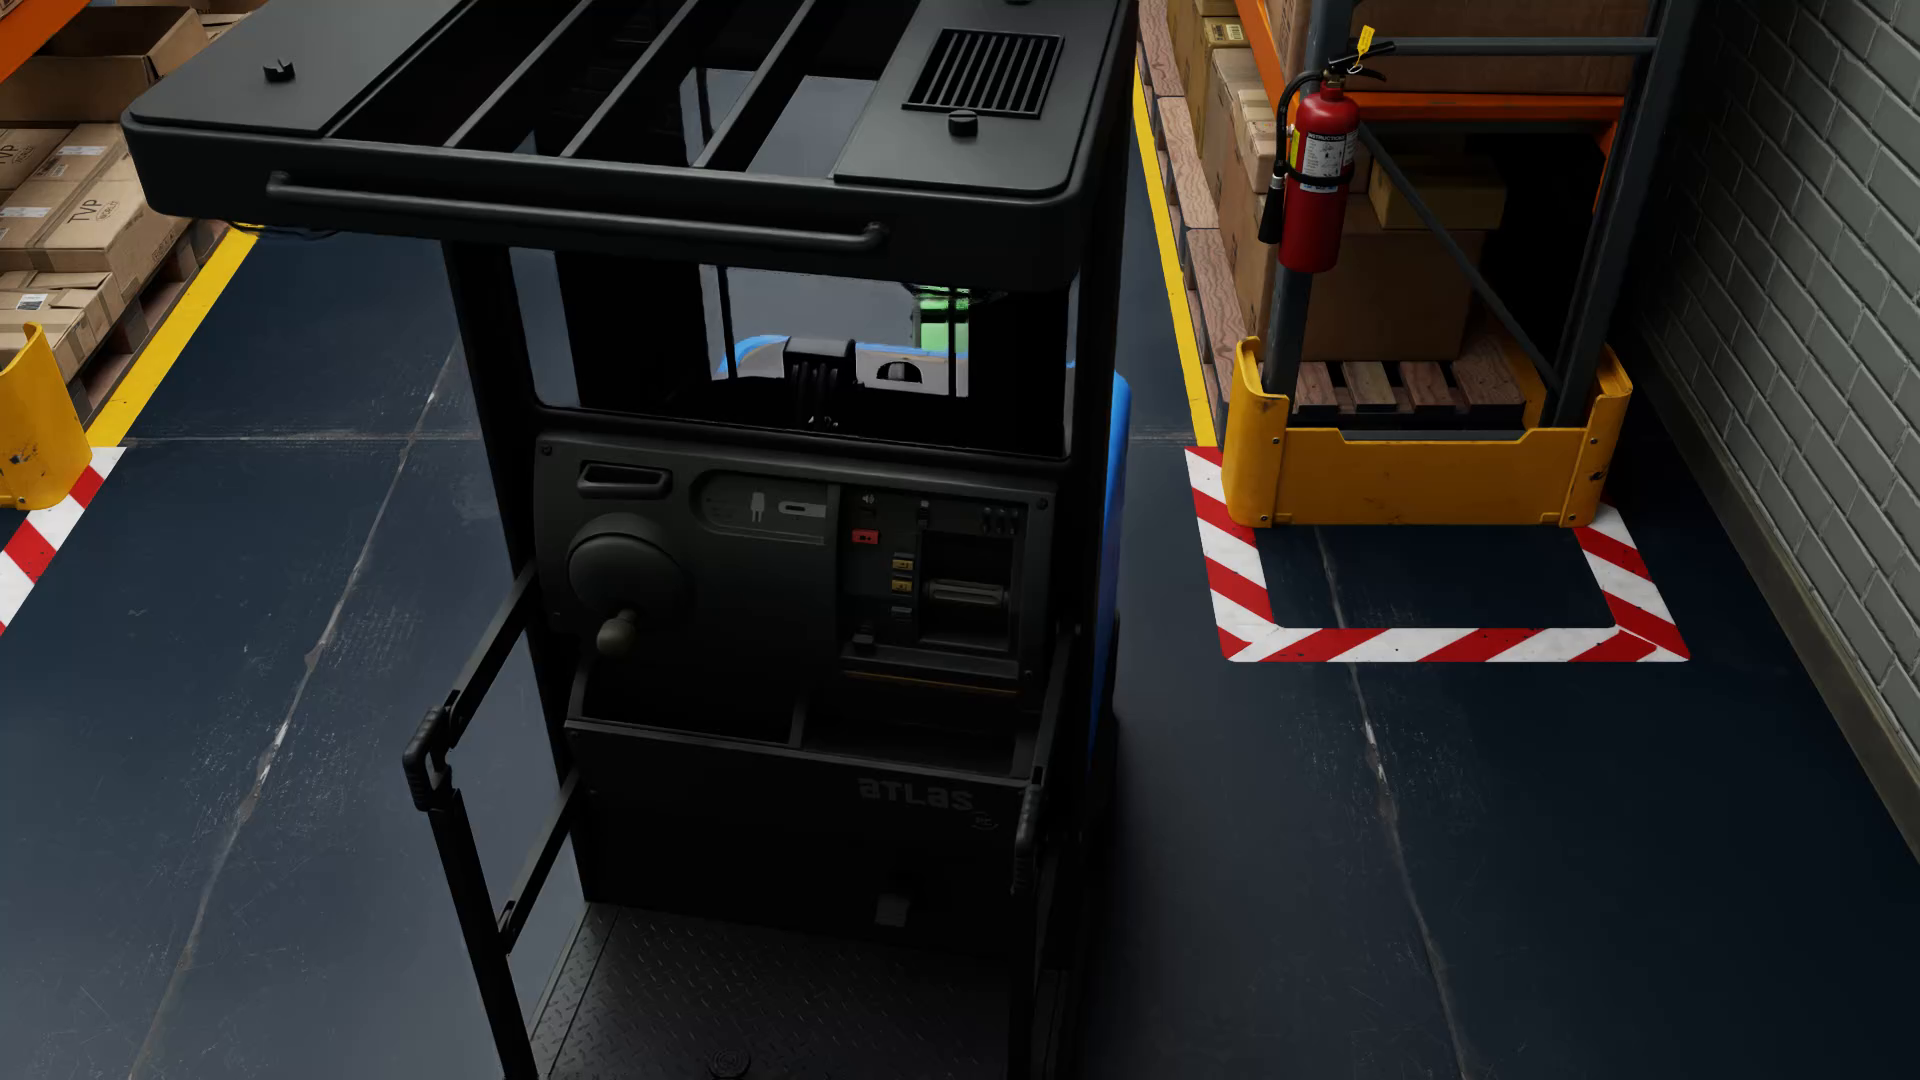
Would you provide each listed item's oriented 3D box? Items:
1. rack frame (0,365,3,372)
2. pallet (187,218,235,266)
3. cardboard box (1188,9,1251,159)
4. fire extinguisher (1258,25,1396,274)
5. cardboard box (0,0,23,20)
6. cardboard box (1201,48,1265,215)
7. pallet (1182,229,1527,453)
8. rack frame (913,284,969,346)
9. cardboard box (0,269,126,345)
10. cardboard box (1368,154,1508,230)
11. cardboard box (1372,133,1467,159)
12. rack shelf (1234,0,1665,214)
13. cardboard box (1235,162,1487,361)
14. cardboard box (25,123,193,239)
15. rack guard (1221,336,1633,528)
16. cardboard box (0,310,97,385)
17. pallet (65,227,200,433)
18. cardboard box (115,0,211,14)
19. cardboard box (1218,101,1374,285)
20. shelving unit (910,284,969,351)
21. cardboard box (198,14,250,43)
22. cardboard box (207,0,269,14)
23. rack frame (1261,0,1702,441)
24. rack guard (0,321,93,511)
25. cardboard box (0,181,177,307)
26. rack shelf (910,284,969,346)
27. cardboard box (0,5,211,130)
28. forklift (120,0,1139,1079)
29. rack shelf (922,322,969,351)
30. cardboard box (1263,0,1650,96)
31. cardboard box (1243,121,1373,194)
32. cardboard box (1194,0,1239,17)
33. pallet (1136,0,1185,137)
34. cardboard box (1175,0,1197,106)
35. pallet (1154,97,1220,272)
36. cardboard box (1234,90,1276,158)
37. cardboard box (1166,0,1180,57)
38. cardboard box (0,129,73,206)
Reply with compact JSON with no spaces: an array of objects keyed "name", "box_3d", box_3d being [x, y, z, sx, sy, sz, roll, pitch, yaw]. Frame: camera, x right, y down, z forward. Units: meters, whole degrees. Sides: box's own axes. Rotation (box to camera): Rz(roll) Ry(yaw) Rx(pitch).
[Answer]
[{"name":"rack frame","box_3d":[-3.503,-1.326,4.506,1.000,3.000,0.127,0,39,0]},{"name":"pallet","box_3d":[-3.503,-1.545,7.010,1.003,0.211,1.213,0,39,0]},{"name":"cardboard box","box_3d":[1.340,-1.919,6.909,0.700,0.500,0.500,1,39,1]},{"name":"fire extinguisher","box_3d":[0.990,-1.062,4.536,0.296,0.674,0.183,0,39,0]},{"name":"cardboard box","box_3d":[-3.245,-1.966,5.224,0.500,0.500,0.500,0,39,0]},{"name":"cardboard box","box_3d":[1.348,-1.586,6.493,0.700,0.500,0.500,-1,39,-2]},{"name":"pallet","box_3d":[1.372,-0.744,6.010,1.003,0.211,1.213,0,39,0]},{"name":"rack frame","box_3d":[0.000,-0.212,4.555,0.240,1.200,0.015,0,39,0]},{"name":"cardboard box","box_3d":[-3.160,-0.811,5.777,0.380,0.166,0.250,0,39,0]},{"name":"cardboard box","box_3d":[1.550,-1.133,5.410,0.380,0.149,0.250,0,39,0]},{"name":"cardboard box","box_3d":[1.549,-1.450,5.805,0.380,0.149,0.250,0,39,0]},{"name":"rack shelf","box_3d":[1.449,-2.302,6.299,1.077,0.370,4.000,0,39,0]},{"name":"cardboard box","box_3d":[1.350,-0.958,5.710,0.700,0.500,0.500,0,39,0]},{"name":"cardboard box","box_3d":[-3.221,-1.391,6.434,0.500,0.250,0.500,0,39,0]},{"name":"rack guard","box_3d":[1.451,-0.342,5.277,1.175,0.500,0.348,0,39,0]},{"name":"cardboard box","box_3d":[-3.159,-0.648,5.587,0.380,0.149,0.250,0,39,0]},{"name":"pallet","box_3d":[-3.505,-0.784,6.060,1.003,0.211,1.213,0,39,0]},{"name":"cardboard box","box_3d":[-3.723,-2.688,8.003,0.500,0.311,0.500,0,39,0]},{"name":"cardboard box","box_3d":[1.350,-1.271,6.101,0.700,0.500,0.500,0,39,0]},{"name":"shelving unit","box_3d":[0.000,-0.365,4.746,0.258,1.200,0.503,0,39,0]},{"name":"cardboard box","box_3d":[-3.222,-2.125,7.301,0.500,0.311,0.500,0,39,0]},{"name":"cardboard box","box_3d":[-3.223,-2.668,7.828,0.500,0.500,0.500,0,39,0]},{"name":"rack frame","box_3d":[1.451,-1.332,4.514,1.000,3.000,0.127,0,39,0]},{"name":"rack guard","box_3d":[-3.503,-0.398,5.347,1.175,0.500,0.348,0,39,0]},{"name":"cardboard box","box_3d":[-3.220,-1.078,6.043,0.500,0.250,0.500,0,39,0]},{"name":"rack shelf","box_3d":[0.000,-0.689,4.485,0.258,0.148,0.480,0,39,0]},{"name":"cardboard box","box_3d":[-3.500,-1.850,6.805,0.797,0.503,0.637,0,39,0]},{"name":"forklift","box_3d":[-0.335,0.118,2.759,1.130,2.935,3.031,6,39,8]},{"name":"rack shelf","box_3d":[0.000,-0.502,4.636,0.258,0.148,0.480,0,39,0]},{"name":"cardboard box","box_3d":[1.440,-1.768,4.818,0.980,0.700,0.700,2,39,2]},{"name":"cardboard box","box_3d":[1.168,-1.292,5.607,0.380,0.149,0.250,0,39,-1]},{"name":"cardboard box","box_3d":[1.163,-2.267,6.824,0.380,0.149,0.250,-1,39,-1]},{"name":"pallet","box_3d":[1.369,-2.270,7.914,1.003,0.211,1.213,0,39,0]},{"name":"cardboard box","box_3d":[1.342,-2.240,7.310,0.700,0.500,0.500,0,39,-1]},{"name":"pallet","box_3d":[1.373,-1.505,6.959,1.003,0.211,1.213,0,39,0]},{"name":"cardboard box","box_3d":[1.167,-1.451,5.807,0.380,0.149,0.250,1,39,1]},{"name":"cardboard box","box_3d":[1.345,-2.554,7.702,0.700,0.500,0.500,0,39,1]},{"name":"cardboard box","box_3d":[-3.721,-1.359,6.394,0.500,0.250,0.500,0,39,0]}]
